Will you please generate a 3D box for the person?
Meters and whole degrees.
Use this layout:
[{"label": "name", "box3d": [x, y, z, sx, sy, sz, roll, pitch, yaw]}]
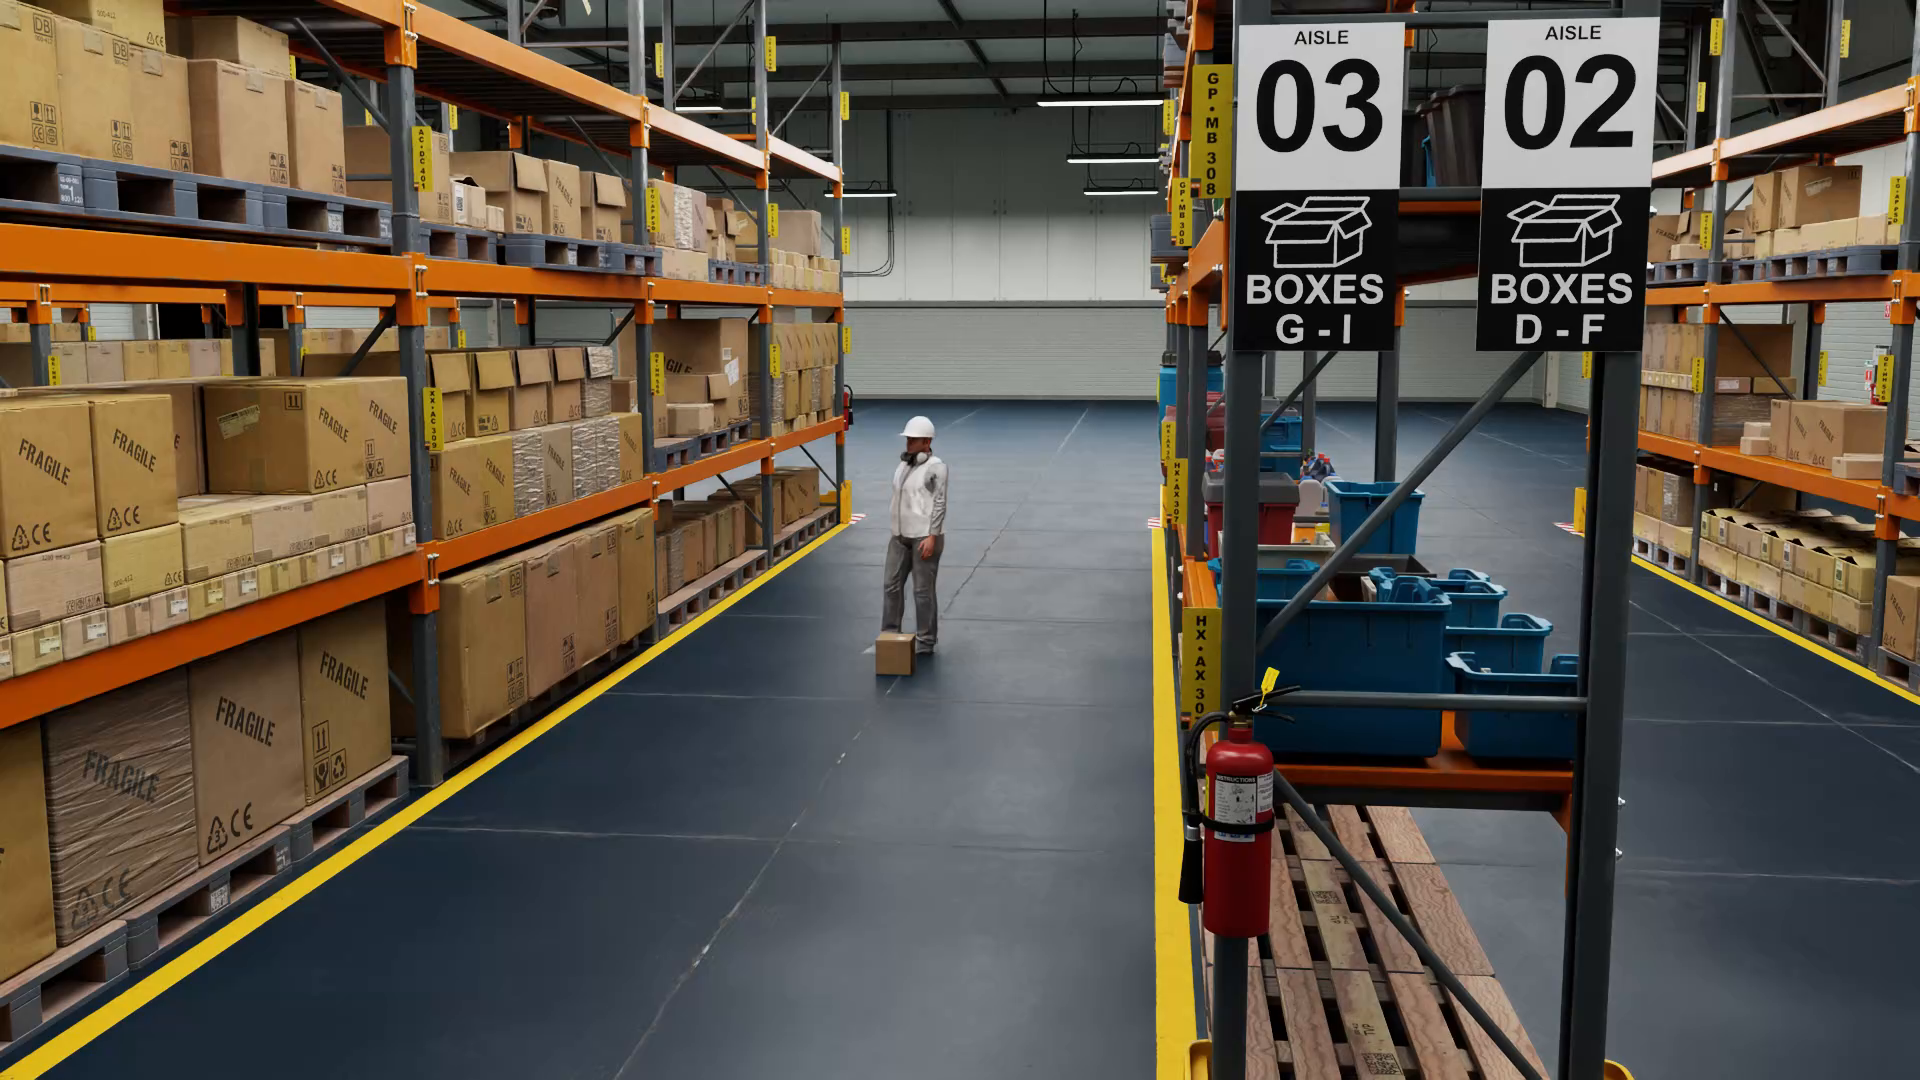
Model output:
[{"label": "person", "box3d": [-0.384, -0.010, 12.332, 0.566, 1.800, 0.505, 7, 11, 44]}]
